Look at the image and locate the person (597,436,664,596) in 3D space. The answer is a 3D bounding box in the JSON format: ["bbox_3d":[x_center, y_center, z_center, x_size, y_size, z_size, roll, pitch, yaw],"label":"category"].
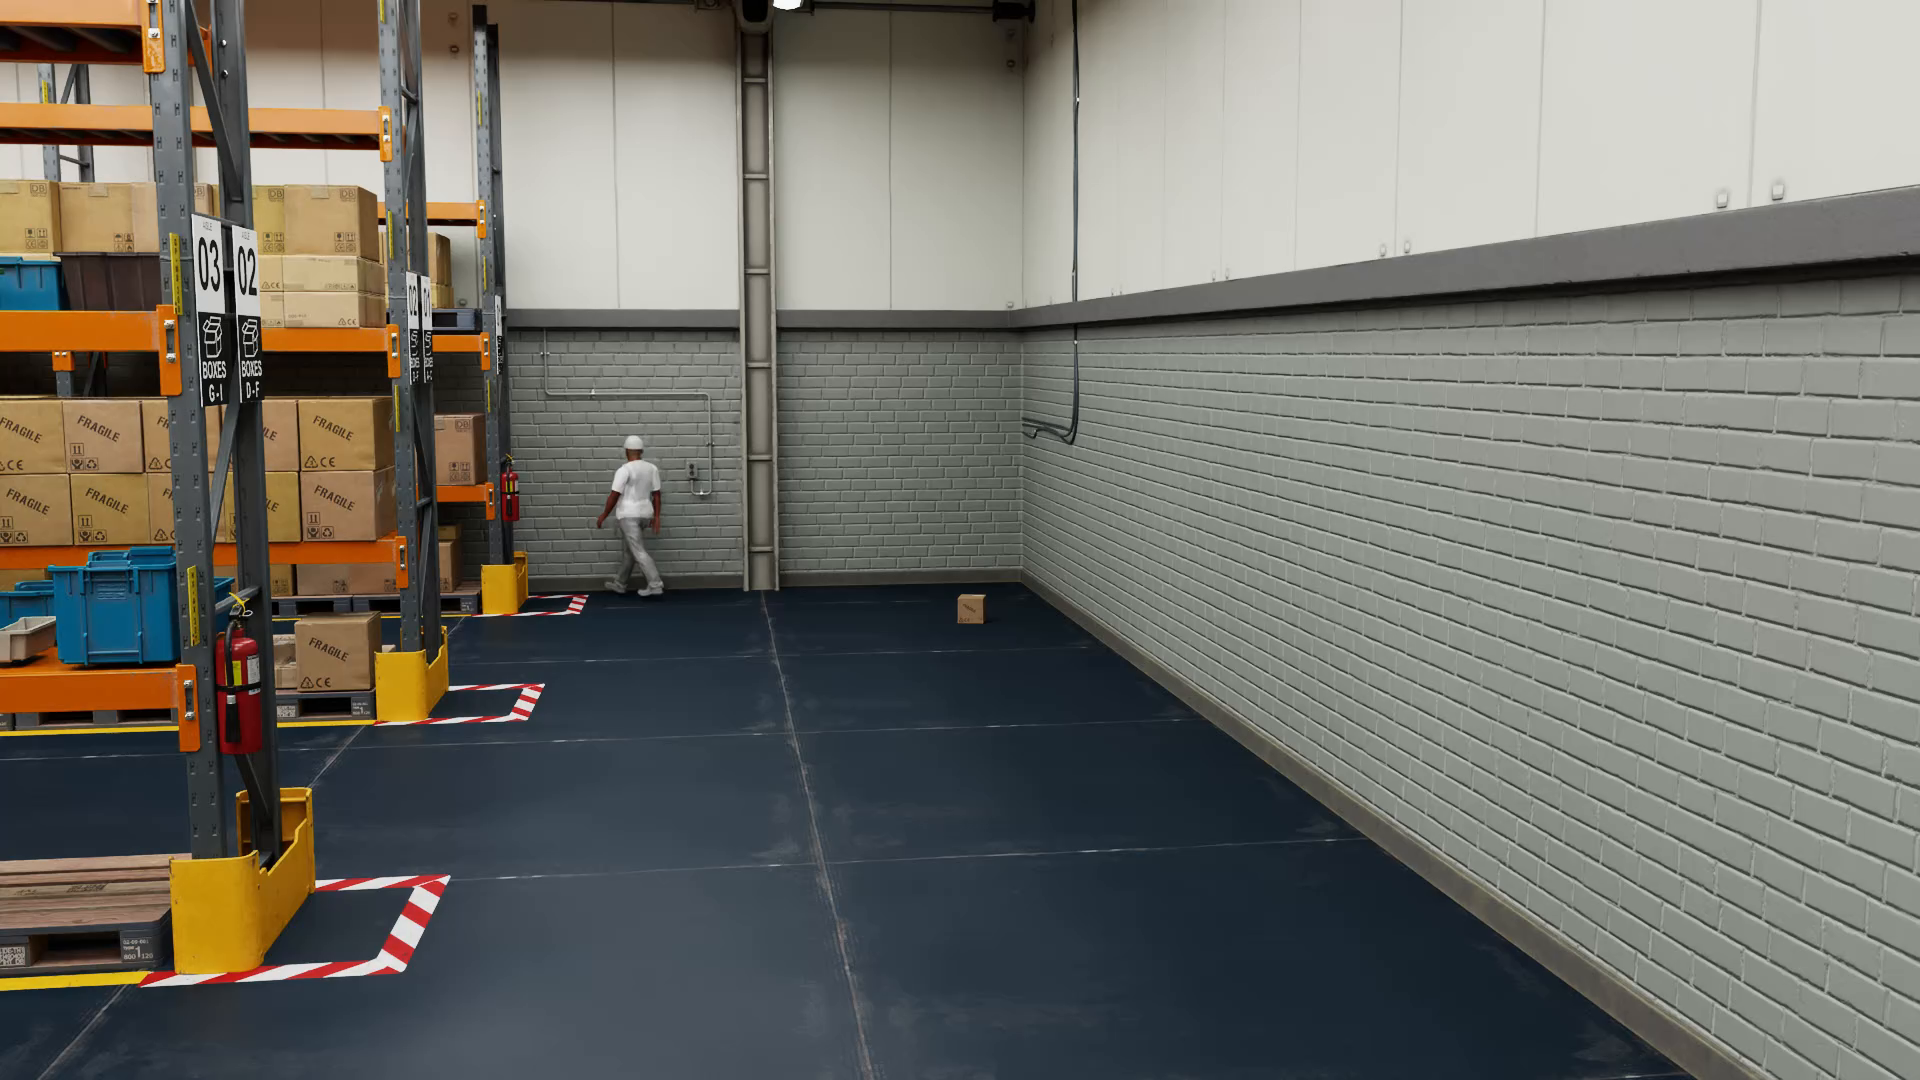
[{"bbox_3d":[-3.550,-0.255,17.864,0.991,1.731,0.588,4,8,33],"label":"person"}]
